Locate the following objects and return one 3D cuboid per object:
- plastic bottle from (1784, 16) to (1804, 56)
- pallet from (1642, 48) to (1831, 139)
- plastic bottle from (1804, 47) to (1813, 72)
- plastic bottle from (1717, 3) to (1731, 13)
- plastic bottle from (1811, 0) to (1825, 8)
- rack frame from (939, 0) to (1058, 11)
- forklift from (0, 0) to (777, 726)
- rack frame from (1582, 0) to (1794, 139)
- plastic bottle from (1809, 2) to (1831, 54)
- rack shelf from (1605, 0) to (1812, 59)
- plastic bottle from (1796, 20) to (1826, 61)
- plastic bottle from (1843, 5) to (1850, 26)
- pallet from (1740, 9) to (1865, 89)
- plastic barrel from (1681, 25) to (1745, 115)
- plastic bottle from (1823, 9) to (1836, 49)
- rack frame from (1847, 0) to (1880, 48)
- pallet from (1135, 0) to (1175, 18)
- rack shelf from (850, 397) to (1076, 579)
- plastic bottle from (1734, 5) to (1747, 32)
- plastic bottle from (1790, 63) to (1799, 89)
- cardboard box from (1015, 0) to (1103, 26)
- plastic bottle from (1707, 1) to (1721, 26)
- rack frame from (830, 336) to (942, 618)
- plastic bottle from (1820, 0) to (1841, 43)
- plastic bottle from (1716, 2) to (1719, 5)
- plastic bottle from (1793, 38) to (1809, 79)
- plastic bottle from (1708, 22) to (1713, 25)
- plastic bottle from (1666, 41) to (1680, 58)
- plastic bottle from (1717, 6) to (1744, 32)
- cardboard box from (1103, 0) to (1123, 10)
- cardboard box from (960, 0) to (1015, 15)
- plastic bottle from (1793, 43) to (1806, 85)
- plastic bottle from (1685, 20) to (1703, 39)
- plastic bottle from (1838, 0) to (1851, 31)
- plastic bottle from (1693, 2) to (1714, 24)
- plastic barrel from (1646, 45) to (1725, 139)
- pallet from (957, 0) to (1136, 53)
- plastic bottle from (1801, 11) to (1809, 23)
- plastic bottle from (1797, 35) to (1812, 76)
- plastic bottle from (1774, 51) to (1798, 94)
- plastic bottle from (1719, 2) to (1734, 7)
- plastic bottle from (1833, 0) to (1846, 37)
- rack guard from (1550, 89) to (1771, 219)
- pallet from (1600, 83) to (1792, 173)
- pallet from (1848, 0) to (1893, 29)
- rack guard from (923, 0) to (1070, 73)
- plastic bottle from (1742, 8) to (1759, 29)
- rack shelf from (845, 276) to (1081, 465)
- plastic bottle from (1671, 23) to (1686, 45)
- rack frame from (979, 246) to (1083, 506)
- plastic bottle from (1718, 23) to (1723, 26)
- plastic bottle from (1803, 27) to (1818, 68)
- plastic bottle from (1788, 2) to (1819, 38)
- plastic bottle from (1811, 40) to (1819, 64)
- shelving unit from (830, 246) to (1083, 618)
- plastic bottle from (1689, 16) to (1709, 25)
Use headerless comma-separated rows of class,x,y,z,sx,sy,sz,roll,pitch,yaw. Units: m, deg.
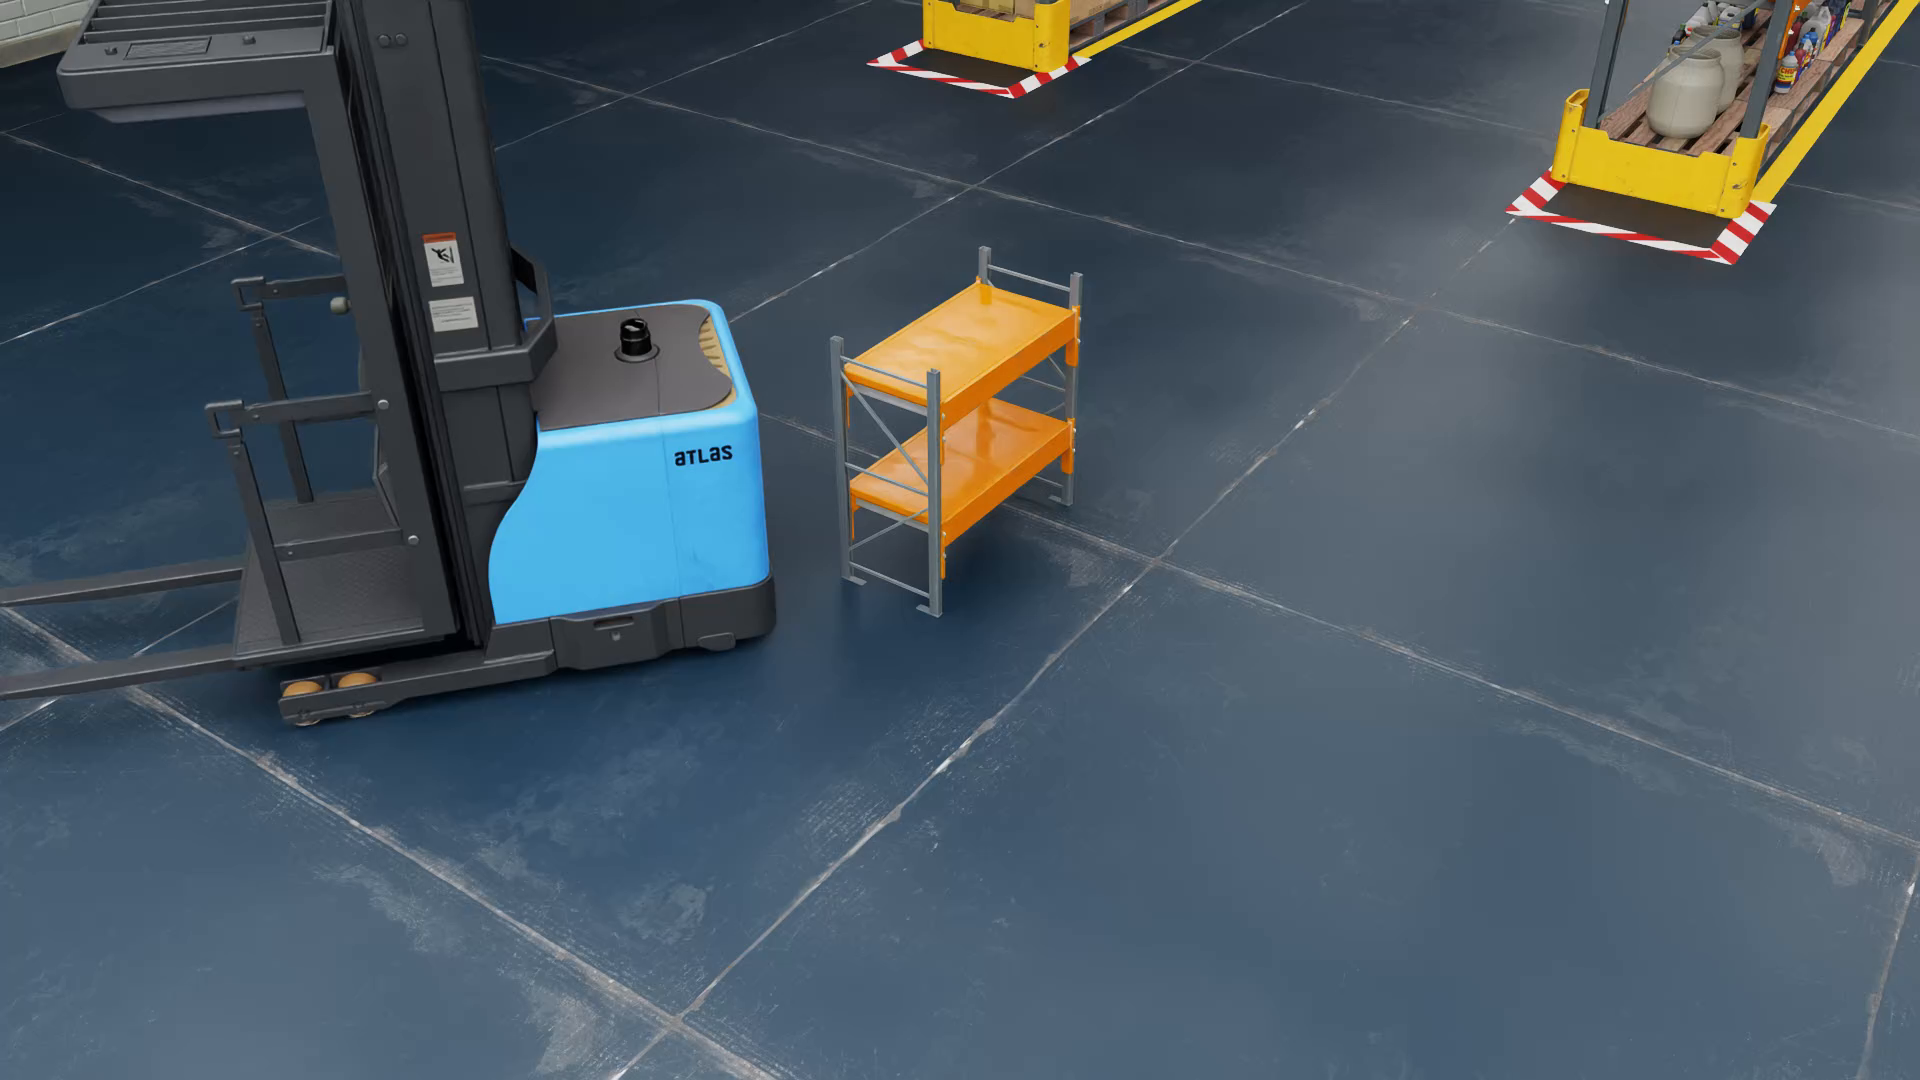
plastic bottle,6.020,-3.639,11.985,0.061,0.283,0.133,21,39,28
pallet,5.516,-3.232,11.841,1.003,0.211,1.213,21,39,28
plastic bottle,5.946,-3.414,11.725,0.097,0.201,0.097,0,34,0
plastic bottle,5.666,-3.894,12.373,0.097,0.271,0.097,0,34,0
plastic bottle,6.379,-3.990,12.444,0.144,0.351,0.185,21,39,28
rack frame,0.280,-4.990,11.951,1.000,3.000,0.127,21,39,28
forklift,-2.307,-0.849,5.889,3.031,2.935,1.130,-9,35,-13
rack frame,4.347,-3.406,9.609,1.000,3.000,0.127,21,39,28
plastic bottle,6.204,-3.707,12.025,0.144,0.351,0.185,21,39,28
rack shelf,5.488,-4.029,11.172,1.077,0.370,4.000,21,39,28
plastic bottle,6.108,-3.602,11.938,0.152,0.276,0.135,22,40,29
plastic bottle,6.677,-4.004,12.598,0.097,0.201,0.097,0,34,0
pallet,6.211,-3.796,12.675,1.003,0.211,1.213,21,39,28
plastic barrel,4.946,-3.108,11.014,0.421,0.512,0.421,0,34,0
plastic bottle,6.330,-3.739,12.134,0.061,0.283,0.133,24,41,31
rack frame,6.628,-5.247,12.331,1.000,3.000,0.127,21,39,28
pallet,1.378,-4.760,14.100,1.003,0.211,1.213,21,39,28
rack shelf,0.004,-0.267,7.076,0.538,0.278,1.000,21,39,28
plastic bottle,5.843,-3.955,12.463,0.097,0.271,0.097,0,34,0
plastic bottle,5.696,-3.212,11.427,0.097,0.201,0.097,0,34,0
cardboard box,0.769,-4.201,12.864,0.500,0.250,0.500,21,39,28
plastic bottle,5.477,-3.811,12.179,0.144,0.351,0.185,21,39,28
rack frame,-0.286,-0.235,6.594,0.500,1.125,0.032,21,39,28
plastic bottle,6.388,-3.855,12.245,0.144,0.351,0.185,19,39,26
plastic bottle,5.591,-3.916,12.395,0.061,0.283,0.133,23,40,30
plastic bottle,5.833,-3.351,11.570,0.097,0.271,0.097,0,34,0
plastic bottle,5.288,-3.522,11.813,0.061,0.283,0.133,21,39,28
plastic bottle,5.034,-3.415,11.727,0.097,0.201,0.097,0,34,0
plastic bottle,5.613,-3.744,12.147,0.152,0.276,0.135,21,39,28
cardboard box,1.051,-4.432,13.206,0.500,0.250,0.500,21,39,28
cardboard box,0.343,-4.366,13.109,0.500,0.250,0.500,21,39,28
plastic bottle,5.781,-3.297,11.479,0.061,0.283,0.133,22,40,29
plastic bottle,5.201,-3.553,11.864,0.152,0.276,0.135,22,40,29
plastic bottle,6.625,-3.977,12.486,0.061,0.283,0.133,23,41,30
plastic bottle,5.371,-3.725,12.053,0.144,0.351,0.185,23,40,30
plastic barrel,4.660,-2.877,10.673,0.421,0.512,0.421,0,34,0
pallet,0.682,-4.200,13.273,1.003,0.211,1.213,21,39,28
plastic bottle,6.105,-3.700,12.075,0.061,0.283,0.133,21,39,28
plastic bottle,5.890,-3.397,11.638,0.097,0.271,0.097,0,34,0
plastic bottle,5.637,-3.193,11.337,0.097,0.271,0.097,0,34,0
plastic bottle,5.719,-4.006,12.468,0.144,0.351,0.185,20,39,26
plastic bottle,6.498,-3.944,12.376,0.144,0.351,0.185,20,39,27
rack guard,4.352,-2.421,10.383,1.175,0.500,0.348,21,39,28
pallet,4.820,-2.673,11.015,1.003,0.211,1.213,21,39,28
pallet,7.044,-4.466,13.665,1.003,0.211,1.213,21,39,28
rack guard,0.267,-3.944,12.635,1.175,0.500,0.348,21,39,28
plastic bottle,5.945,-4.047,12.529,0.144,0.351,0.185,21,39,28
rack shelf,0.004,-0.712,6.776,0.538,0.278,1.000,21,39,28
plastic bottle,5.086,-3.508,11.792,0.061,0.283,0.133,22,40,29
rack frame,0.294,-0.703,7.285,0.500,1.125,0.032,21,39,28
plastic bottle,5.495,-3.645,12.067,0.097,0.201,0.097,0,34,0
plastic bottle,6.005,-3.490,11.776,0.097,0.271,0.097,0,34,0
plastic bottle,6.252,-3.860,12.319,0.152,0.276,0.135,21,39,28
plastic bottle,6.063,-3.508,11.865,0.097,0.201,0.097,0,34,0
shelving unit,0.004,-0.469,6.939,0.538,1.125,1.048,21,39,28
plastic bottle,5.280,-3.617,11.959,0.152,0.276,0.135,20,39,27
